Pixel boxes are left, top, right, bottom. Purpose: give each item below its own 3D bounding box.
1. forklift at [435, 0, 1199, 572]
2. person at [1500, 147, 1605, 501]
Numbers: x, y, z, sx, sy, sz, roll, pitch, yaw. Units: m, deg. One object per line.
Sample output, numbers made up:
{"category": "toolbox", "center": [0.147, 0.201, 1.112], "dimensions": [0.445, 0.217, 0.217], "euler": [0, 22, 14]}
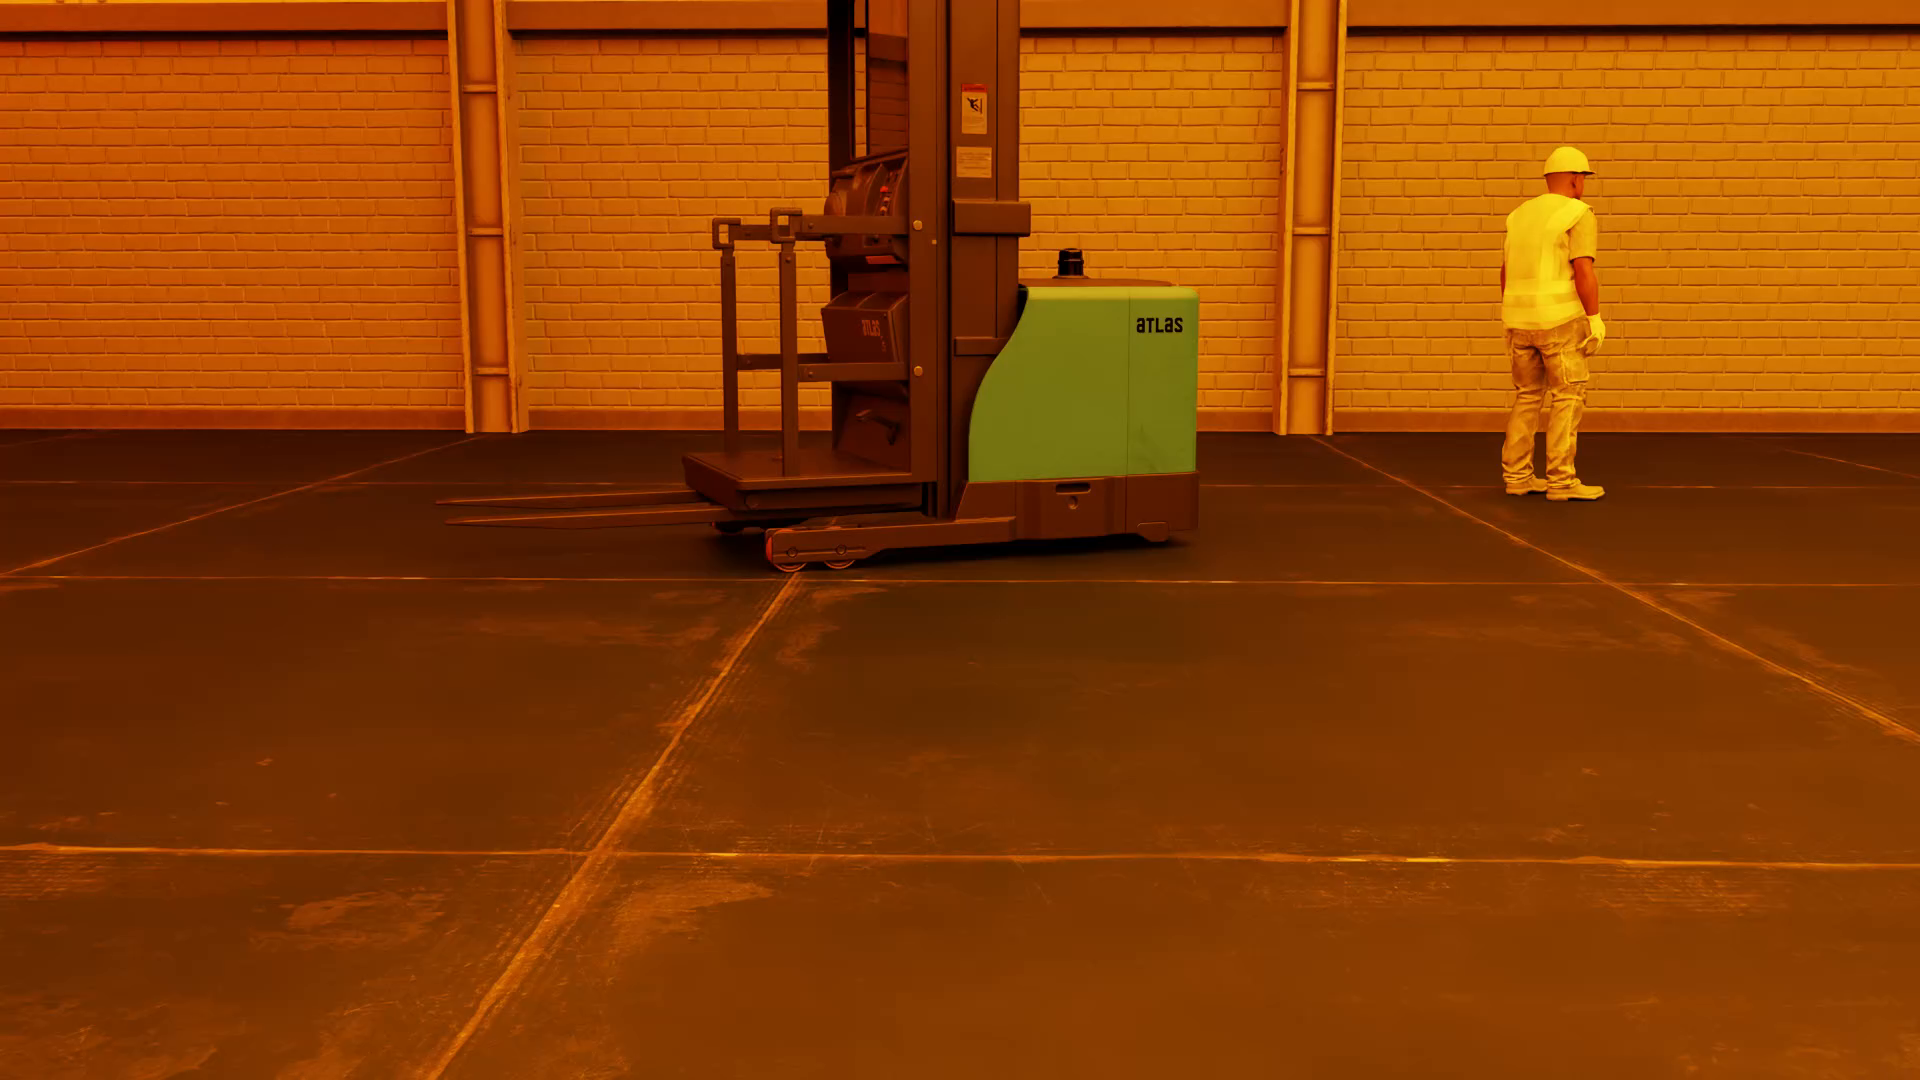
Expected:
{"category": "forklift", "center": [-0.569, -1.416, 6.694], "dimensions": [3.031, 2.935, 1.130], "euler": [-3, 9, -20]}
{"category": "person", "center": [3.026, -1.105, 8.502], "dimensions": [0.452, 1.774, 0.618], "euler": [-4, 10, -25]}
